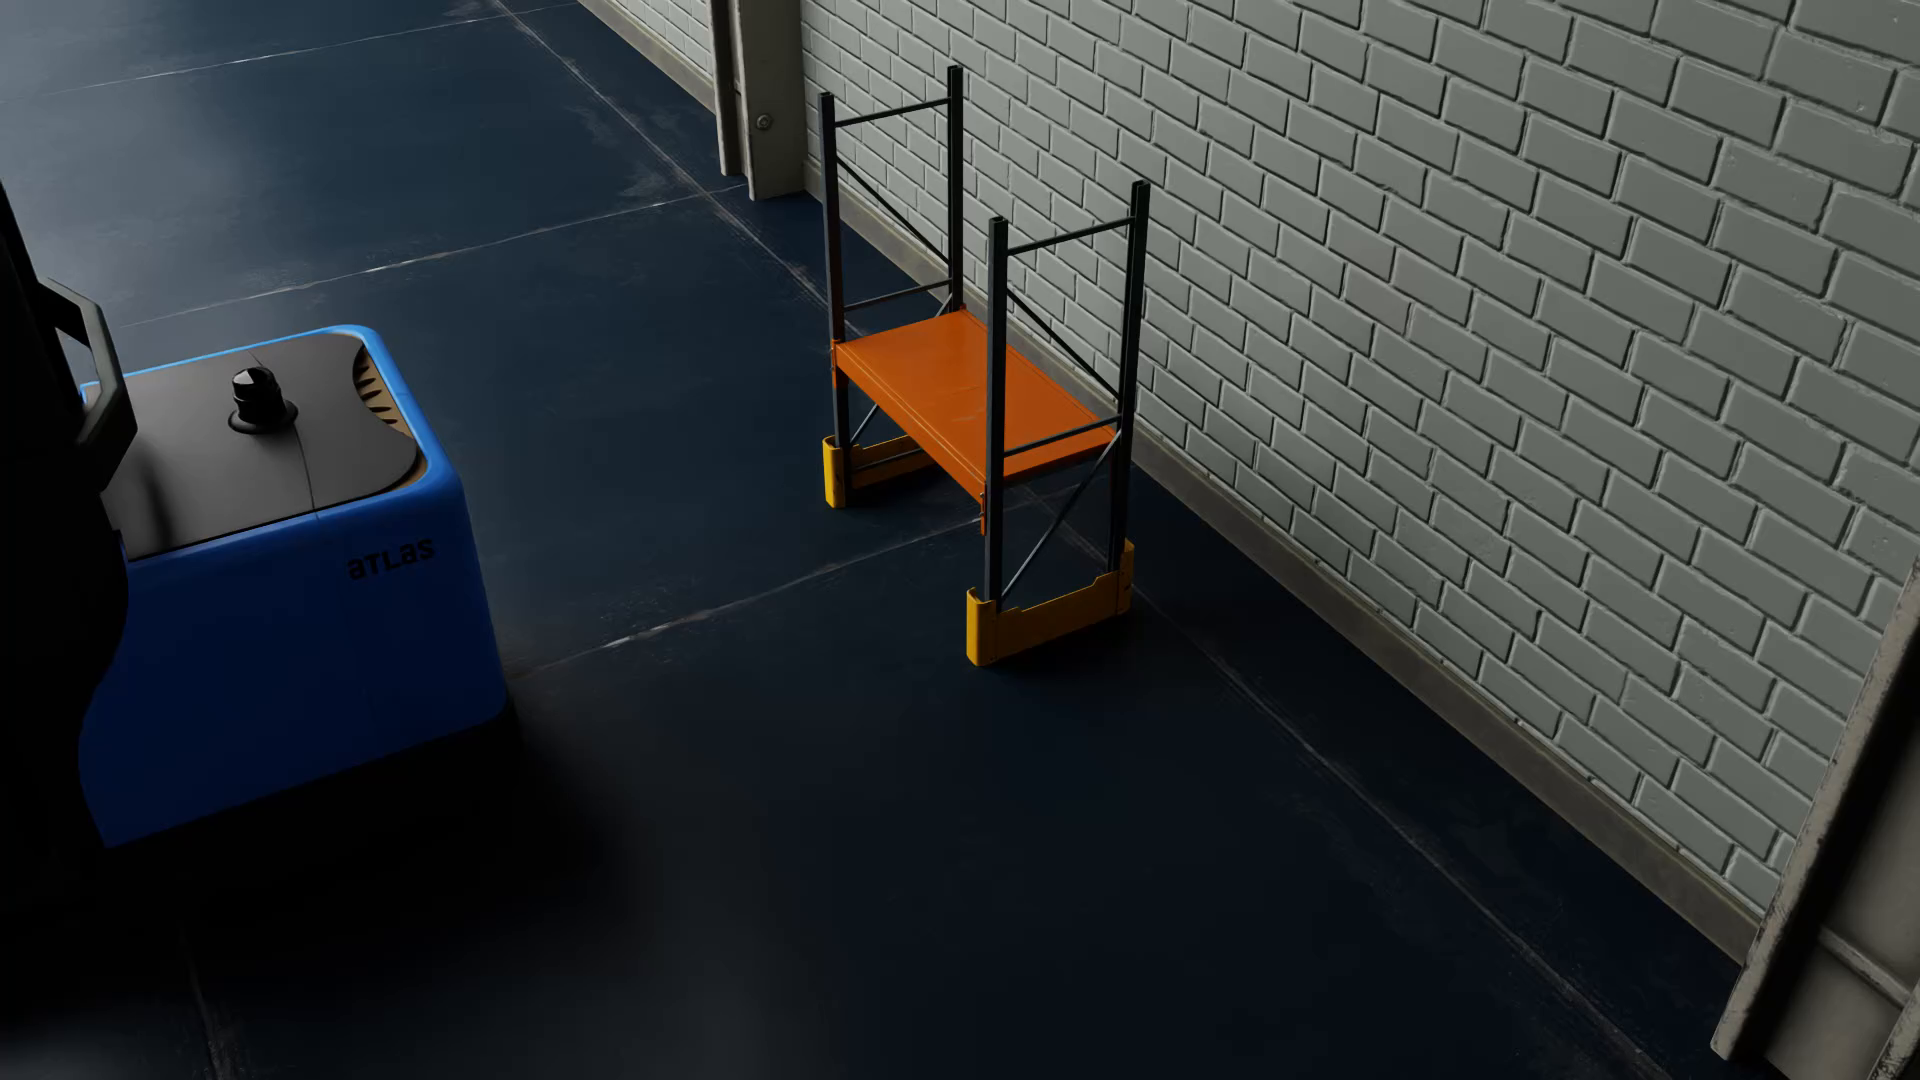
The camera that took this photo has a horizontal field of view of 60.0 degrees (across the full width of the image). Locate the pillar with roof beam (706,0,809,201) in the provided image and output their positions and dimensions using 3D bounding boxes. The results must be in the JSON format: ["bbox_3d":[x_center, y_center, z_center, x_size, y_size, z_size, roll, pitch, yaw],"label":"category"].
[{"bbox_3d":[-4.677,-4.129,3.774,9.100,9.000,0.400,-19,40,-24],"label":"pillar with roof beam"}]

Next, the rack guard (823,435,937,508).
[{"bbox_3d":[-0.212,-0.316,5.971,0.587,0.250,0.087,-19,40,-24],"label":"rack guard"}]

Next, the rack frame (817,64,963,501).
[{"bbox_3d":[-0.213,-0.821,5.603,0.500,1.500,0.032,-19,40,-24],"label":"rack frame"}]

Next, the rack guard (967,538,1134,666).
[{"bbox_3d":[0.288,0.192,5.275,0.587,0.250,0.087,-19,40,-24],"label":"rack guard"}]

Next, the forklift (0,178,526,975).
[{"bbox_3d":[-2.781,-0.291,3.663,3.031,2.935,1.130,-18,40,-23],"label":"forklift"}]

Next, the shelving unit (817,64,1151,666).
[{"bbox_3d":[0.038,-0.567,5.254,0.587,1.500,1.083,-19,40,-24],"label":"shelving unit"}]

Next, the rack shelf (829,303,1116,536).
[{"bbox_3d":[0.043,-0.417,5.354,0.538,0.185,1.000,-19,40,-24],"label":"rack shelf"}]

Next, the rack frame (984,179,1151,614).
[{"bbox_3d":[0.298,-0.303,4.893,0.500,1.500,0.032,-19,40,-24],"label":"rack frame"}]
